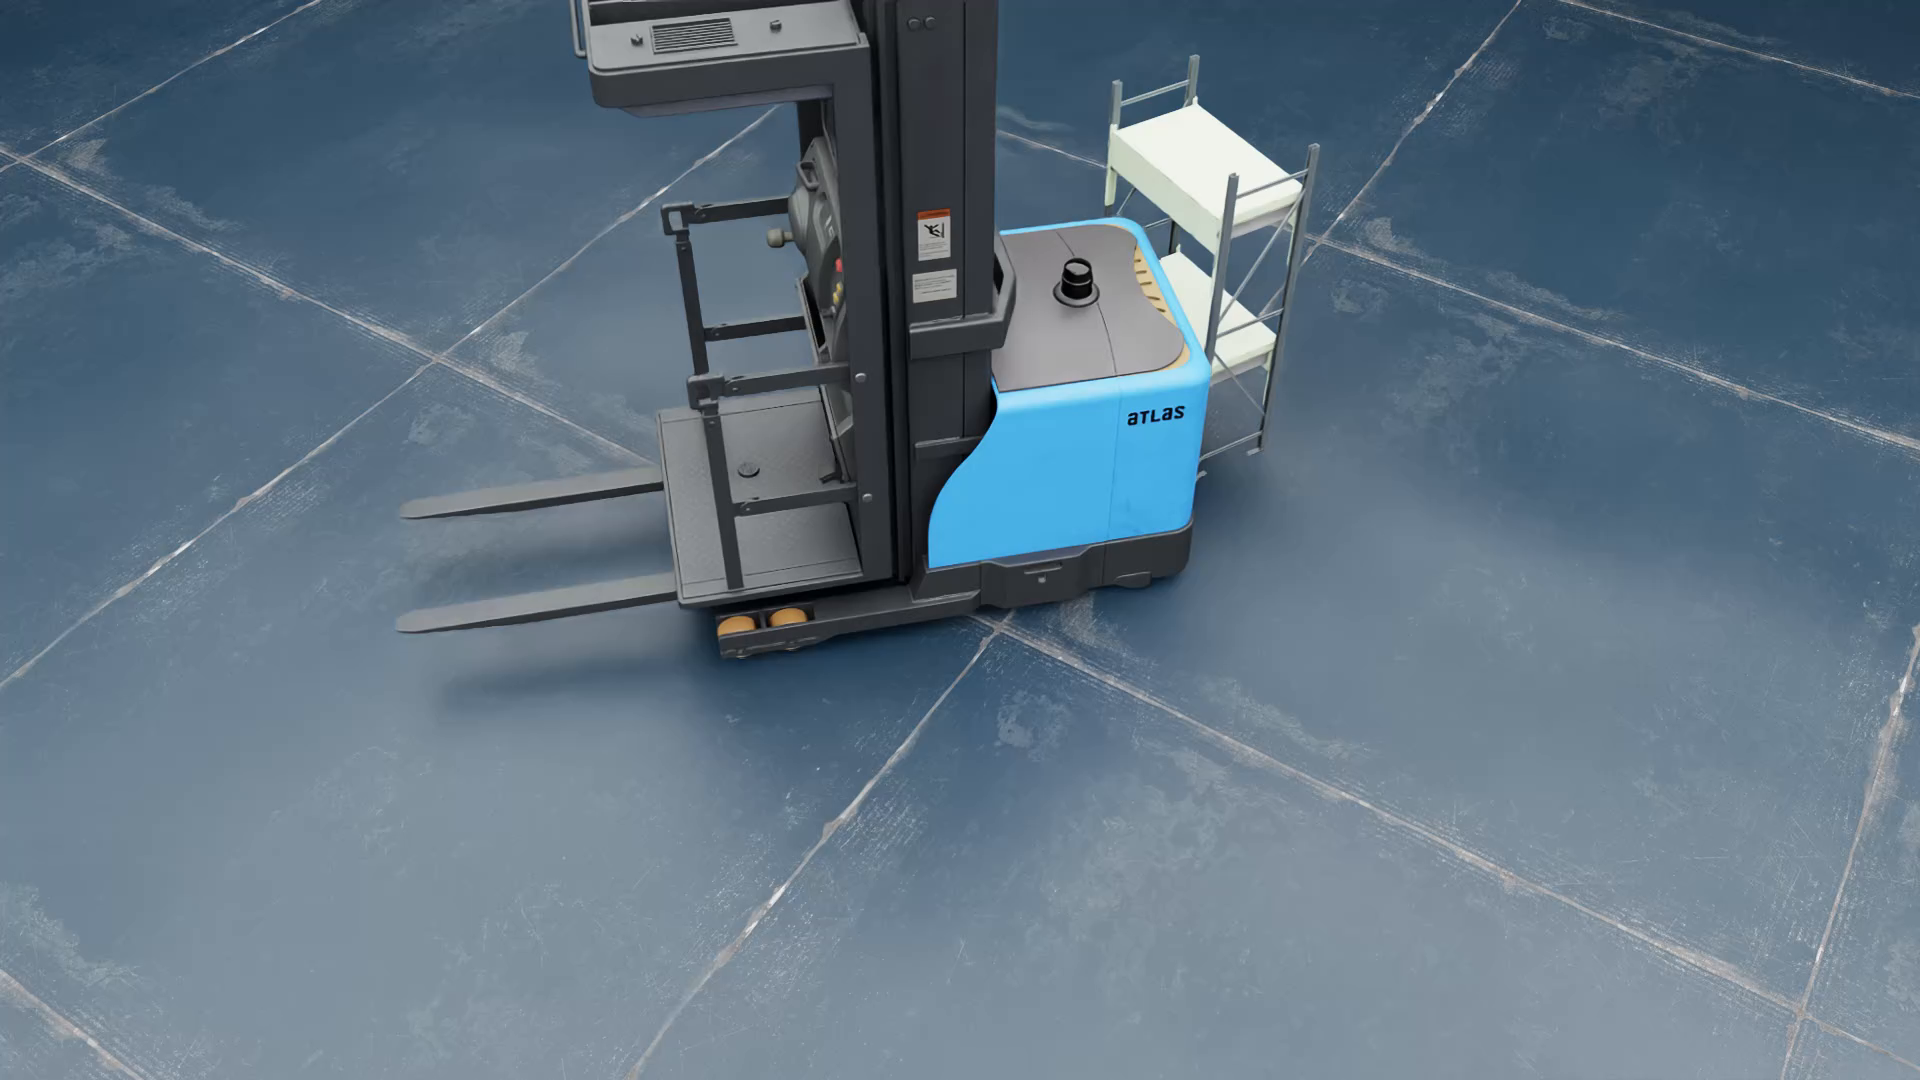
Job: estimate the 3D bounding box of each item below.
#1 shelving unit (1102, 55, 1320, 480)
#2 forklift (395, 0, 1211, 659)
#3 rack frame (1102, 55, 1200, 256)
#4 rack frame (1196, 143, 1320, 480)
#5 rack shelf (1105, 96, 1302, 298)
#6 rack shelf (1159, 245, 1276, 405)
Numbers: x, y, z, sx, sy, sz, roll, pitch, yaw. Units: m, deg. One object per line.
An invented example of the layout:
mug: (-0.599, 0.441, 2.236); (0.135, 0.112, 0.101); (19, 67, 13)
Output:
shelving unit: (0.946, -1.071, 6.745); (0.431, 1.500, 0.755); (-23, 50, -21)
forklift: (-0.665, -0.990, 5.668); (3.031, 2.935, 1.130); (-9, 46, -8)
rack frame: (0.759, -1.296, 6.964); (0.400, 1.500, 0.023); (-23, 50, -21)
rack frame: (1.133, -0.845, 6.525); (0.400, 1.500, 0.023); (-23, 50, -21)
rack shelf: (0.946, -1.343, 6.465); (0.431, 0.370, 0.720); (-23, 50, -21)
rack shelf: (0.946, -0.844, 6.978); (0.431, 0.370, 0.720); (-23, 50, -21)
